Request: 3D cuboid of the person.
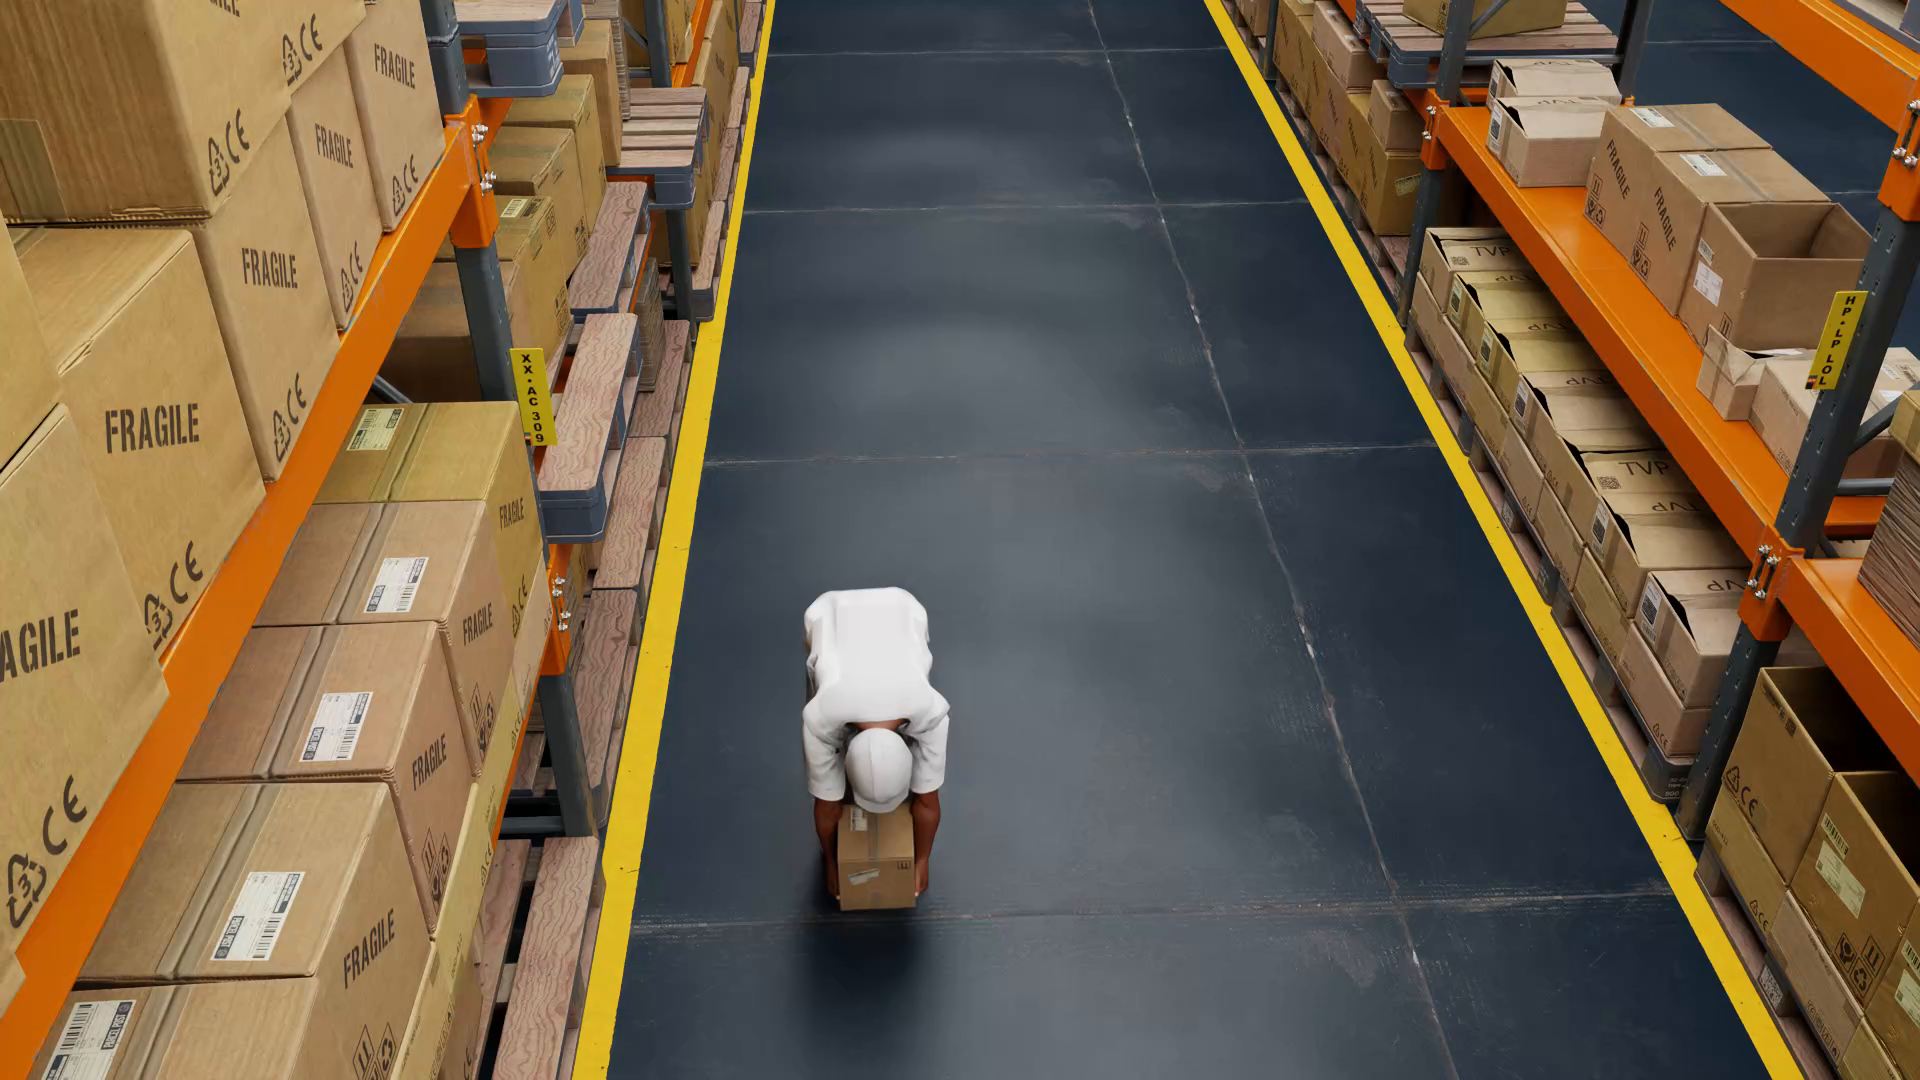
[{"bbox_3d":[-0.284,0.770,5.633,0.489,1.065,0.982,-3,35,-4],"label":"person"}]
